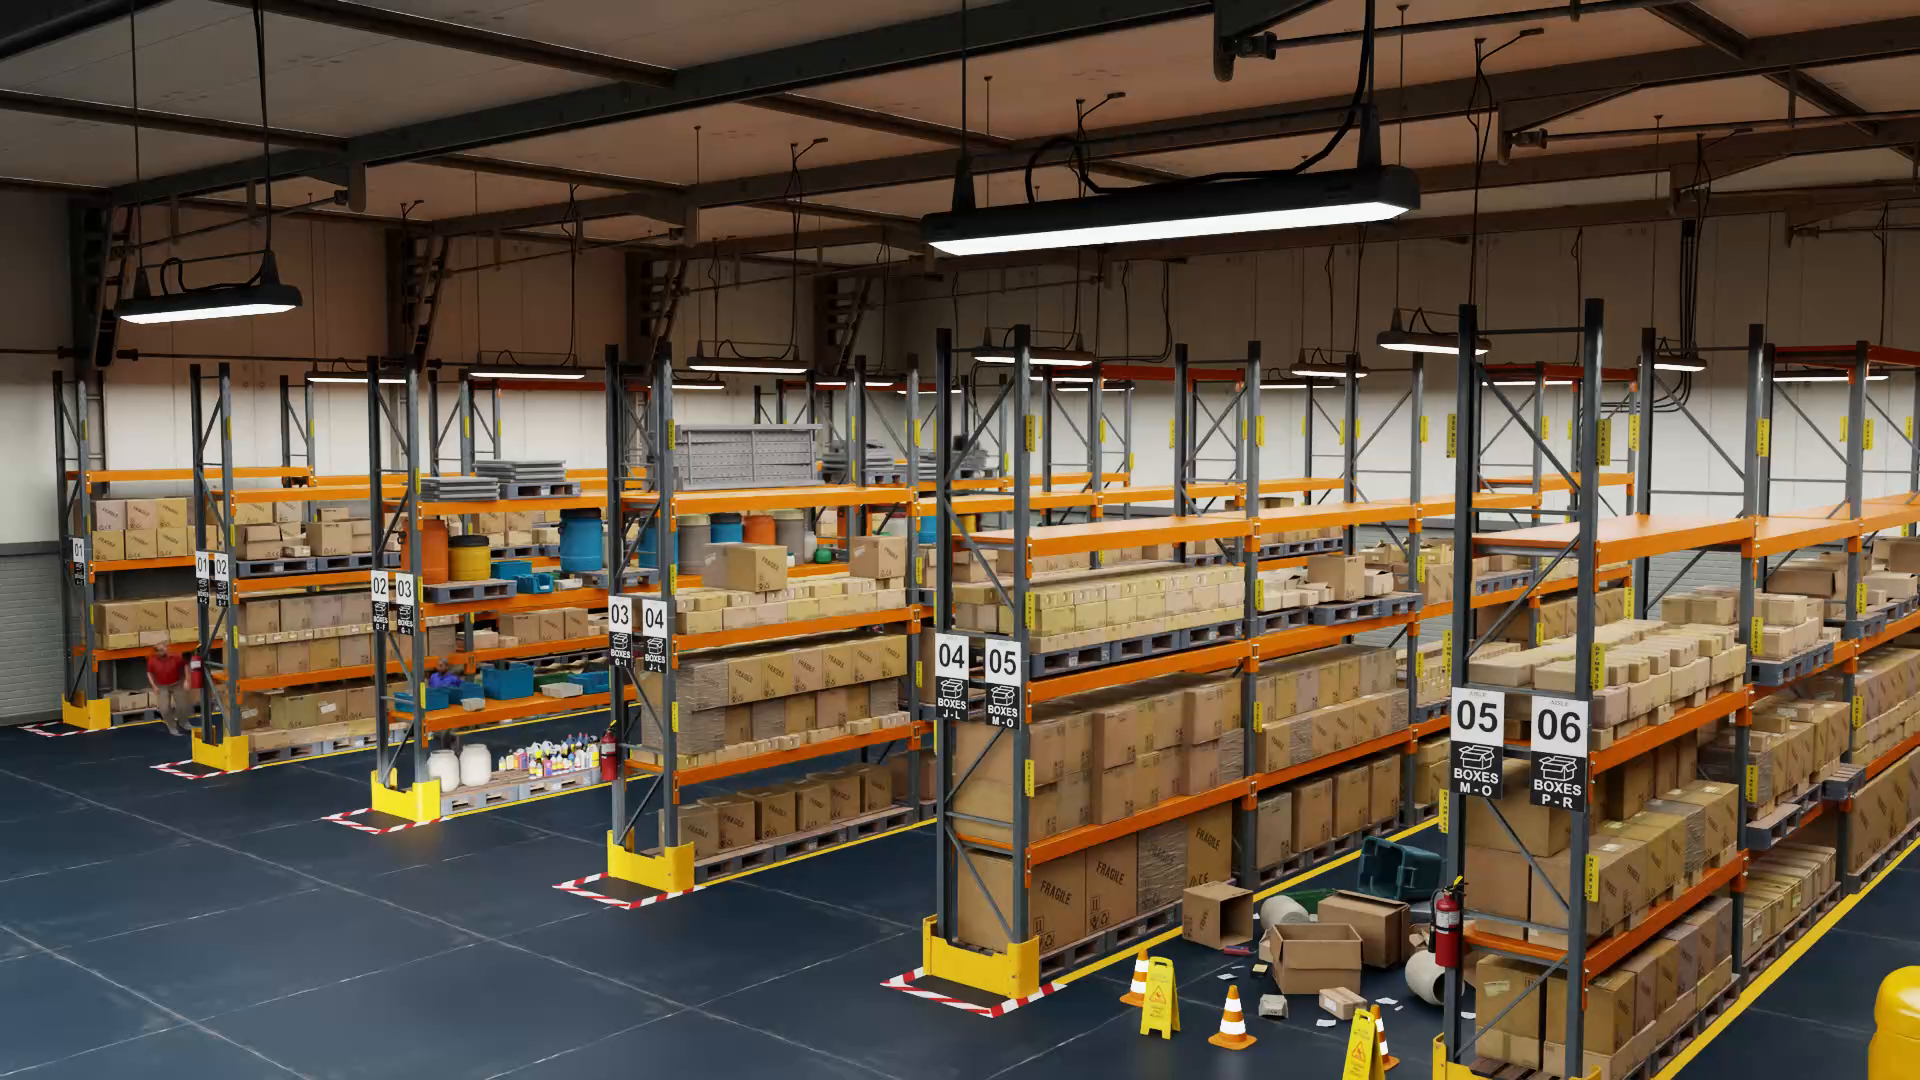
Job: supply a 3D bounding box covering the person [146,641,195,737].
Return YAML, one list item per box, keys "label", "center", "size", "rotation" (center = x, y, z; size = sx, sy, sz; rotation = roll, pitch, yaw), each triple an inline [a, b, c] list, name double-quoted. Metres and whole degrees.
- label: "person"
  center: [-12.899, 2.412, 27.159]
  size: [0.685, 1.610, 0.824]
  rotation: [-2, 5, -24]

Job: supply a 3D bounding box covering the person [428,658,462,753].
- label: "person"
  center: [-7.769, 2.561, 25.208]
  size: [0.573, 1.600, 0.529]
  rotation: [1, 4, 14]
